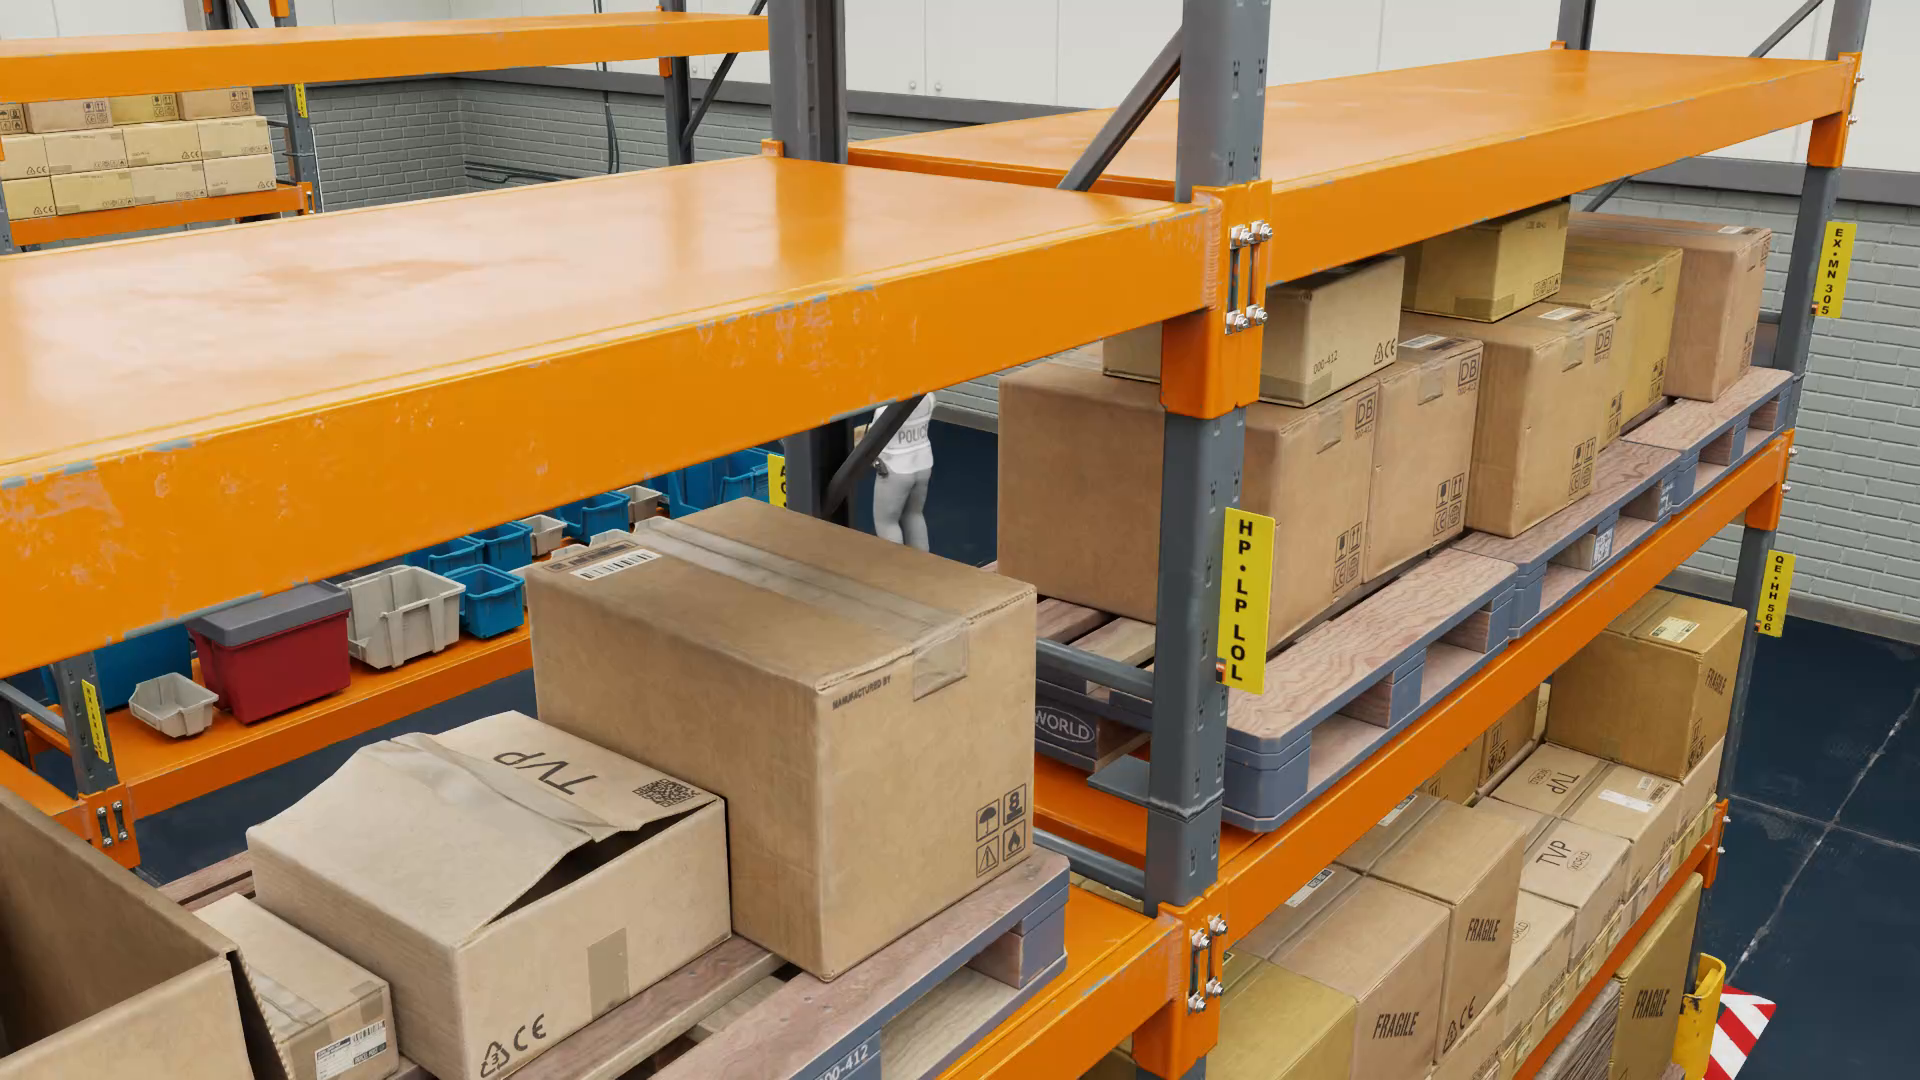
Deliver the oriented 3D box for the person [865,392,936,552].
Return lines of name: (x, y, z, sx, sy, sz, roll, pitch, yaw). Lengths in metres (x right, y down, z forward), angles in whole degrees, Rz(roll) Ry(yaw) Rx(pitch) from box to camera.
person: (-0.484, -0.525, 11.986, 0.564, 1.761, 0.494, 16, 26, 37)
